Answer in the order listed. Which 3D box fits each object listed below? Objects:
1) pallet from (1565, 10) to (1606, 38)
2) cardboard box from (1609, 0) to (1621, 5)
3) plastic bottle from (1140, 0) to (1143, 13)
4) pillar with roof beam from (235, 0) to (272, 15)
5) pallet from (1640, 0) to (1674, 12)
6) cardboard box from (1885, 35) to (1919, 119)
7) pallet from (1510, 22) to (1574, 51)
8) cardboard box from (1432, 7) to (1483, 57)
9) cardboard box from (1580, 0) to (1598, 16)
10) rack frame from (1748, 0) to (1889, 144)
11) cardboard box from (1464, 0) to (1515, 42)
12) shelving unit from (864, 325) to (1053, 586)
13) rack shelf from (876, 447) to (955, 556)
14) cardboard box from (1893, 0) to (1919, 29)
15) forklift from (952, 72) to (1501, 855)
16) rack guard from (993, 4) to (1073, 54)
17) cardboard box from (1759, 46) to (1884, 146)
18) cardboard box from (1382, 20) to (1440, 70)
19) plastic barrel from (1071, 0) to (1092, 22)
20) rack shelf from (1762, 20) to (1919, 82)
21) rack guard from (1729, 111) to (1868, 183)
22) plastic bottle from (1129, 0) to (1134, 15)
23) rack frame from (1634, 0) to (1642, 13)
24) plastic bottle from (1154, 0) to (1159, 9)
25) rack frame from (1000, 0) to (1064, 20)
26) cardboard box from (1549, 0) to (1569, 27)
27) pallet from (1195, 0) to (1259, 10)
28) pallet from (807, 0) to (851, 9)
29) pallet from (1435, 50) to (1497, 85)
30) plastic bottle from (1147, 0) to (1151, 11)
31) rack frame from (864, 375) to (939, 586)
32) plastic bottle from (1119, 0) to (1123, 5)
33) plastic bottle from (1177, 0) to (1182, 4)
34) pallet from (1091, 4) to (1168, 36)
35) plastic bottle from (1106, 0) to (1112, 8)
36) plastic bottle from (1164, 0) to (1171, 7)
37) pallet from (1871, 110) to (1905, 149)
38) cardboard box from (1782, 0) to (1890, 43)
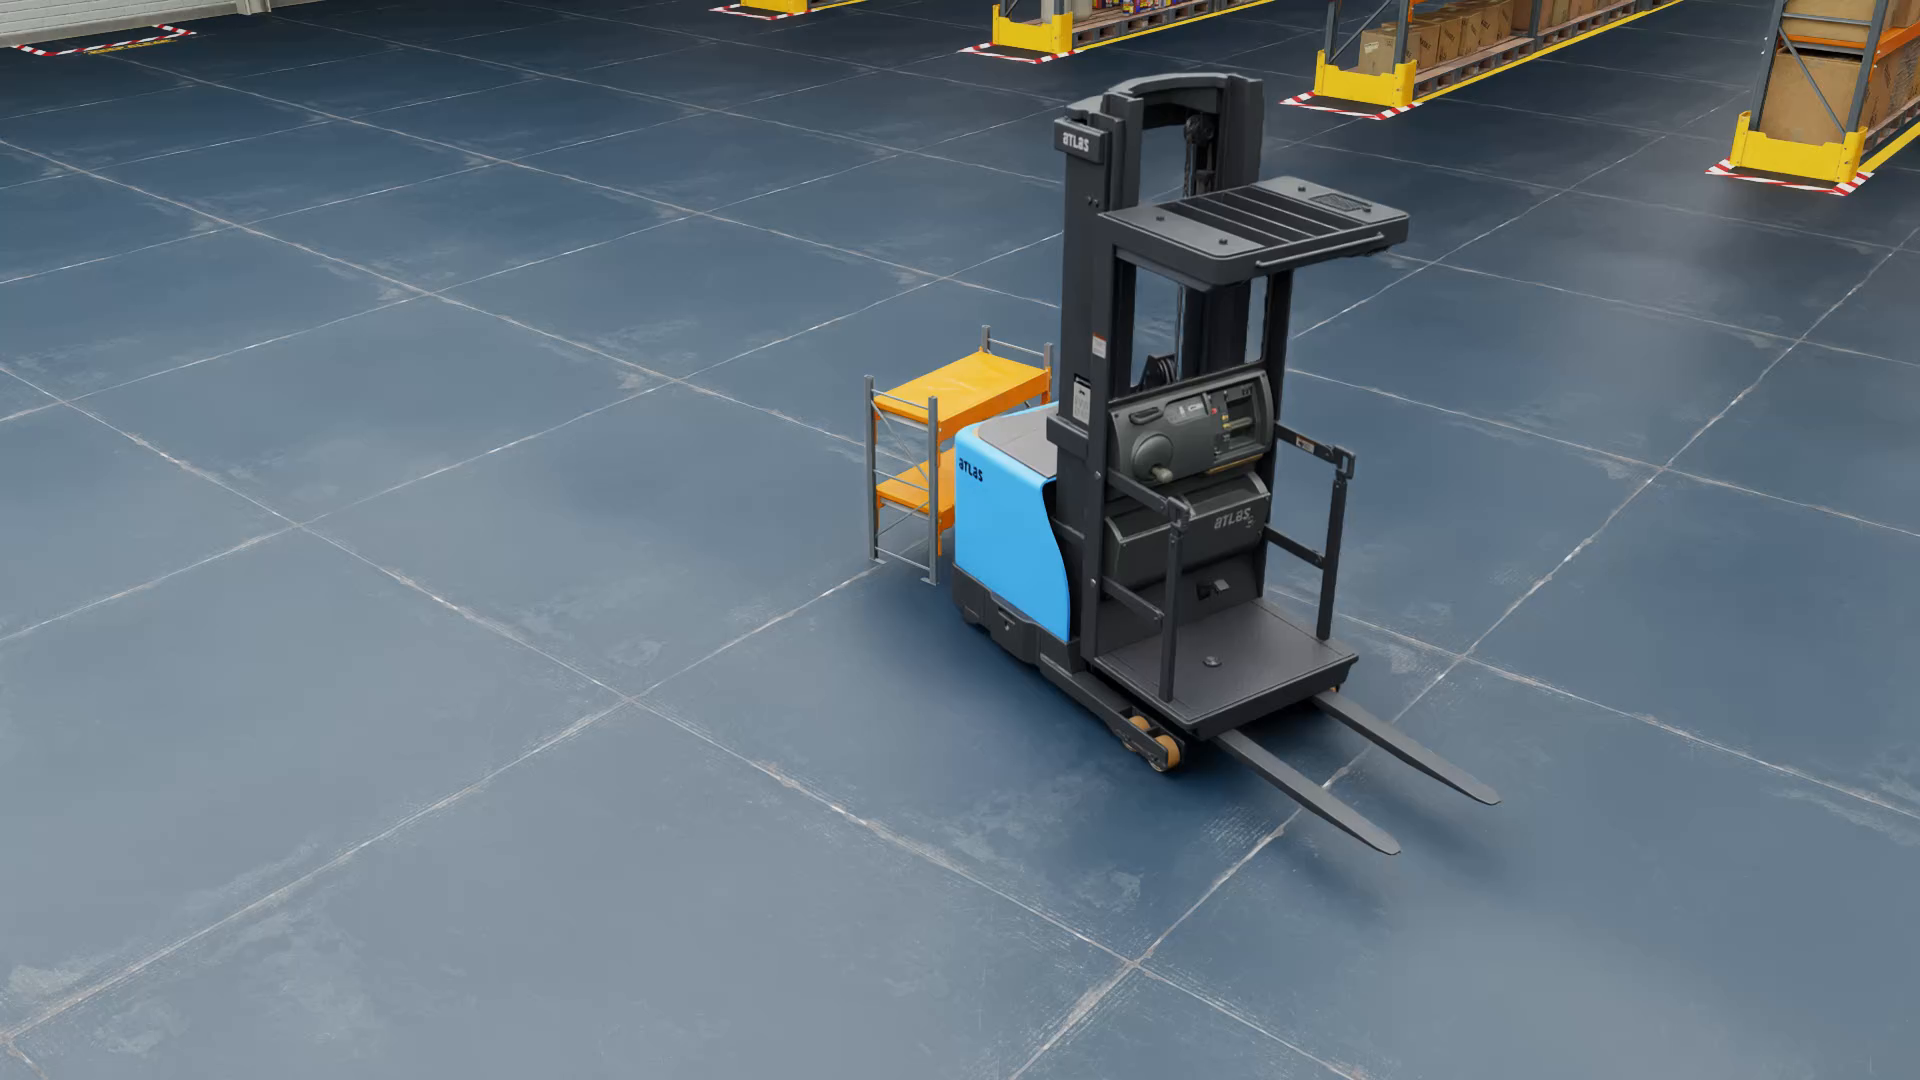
[{"bbox_3d":[8.611,-7.515,24.046,1.003,0.211,1.213,21,34,34],"label":"pallet"},{"bbox_3d":[9.474,-8.302,24.775,0.700,0.500,0.500,19,33,32],"label":"cardboard box"},{"bbox_3d":[2.586,-7.728,23.915,0.097,0.271,0.097,0,27,0],"label":"plastic bottle"},{"bbox_3d":[-7.387,-10.747,20.731,9.100,9.000,0.400,21,34,34],"label":"pillar with roof beam"},{"bbox_3d":[10.445,-8.479,25.911,1.003,0.211,1.213,21,34,34],"label":"pallet"},{"bbox_3d":[10.079,-5.276,18.540,0.875,0.875,0.875,21,34,35],"label":"cardboard box"},{"bbox_3d":[7.835,-7.080,23.206,1.003,0.211,1.213,21,34,34],"label":"pallet"},{"bbox_3d":[6.363,-6.540,21.391,0.500,0.500,0.500,17,32,30],"label":"cardboard box"},{"bbox_3d":[8.776,-7.899,23.996,0.700,0.500,0.500,24,36,38],"label":"cardboard box"},{"bbox_3d":[8.560,-5.139,16.418,1.000,3.000,0.127,21,34,34],"label":"rack frame"},{"bbox_3d":[7.056,-6.988,22.258,0.500,0.500,0.500,20,33,33],"label":"cardboard box"},{"bbox_3d":[0.004,-0.502,9.496,0.538,1.125,1.048,21,34,34],"label":"shelving unit"},{"bbox_3d":[0.004,-0.285,9.609,0.538,0.278,1.000,21,34,34],"label":"rack shelf"},{"bbox_3d":[9.547,-5.713,17.366,0.875,0.550,0.550,21,34,34],"label":"cardboard box"},{"bbox_3d":[1.196,-0.482,7.493,1.130,2.935,3.031,-17,32,-30],"label":"forklift"},{"bbox_3d":[0.987,-7.002,22.741,1.175,0.500,0.348,21,34,34],"label":"rack guard"},{"bbox_3d":[8.940,-4.641,17.312,0.875,0.875,0.875,21,34,35],"label":"cardboard box"},{"bbox_3d":[5.560,-6.139,20.615,0.500,0.500,0.500,-18,32,-31],"label":"cardboard box"},{"bbox_3d":[1.653,-7.586,23.401,0.421,0.512,0.421,0,27,0],"label":"plastic barrel"},{"bbox_3d":[9.832,-5.528,17.954,1.077,0.370,4.000,21,34,34],"label":"rack shelf"},{"bbox_3d":[8.544,-4.020,16.976,1.175,0.500,0.348,21,34,34],"label":"rack guard"},{"bbox_3d":[2.434,-7.612,23.767,0.097,0.201,0.097,0,27,0],"label":"plastic bottle"},{"bbox_3d":[9.885,-9.460,24.773,1.000,3.000,0.127,21,34,34],"label":"rack frame"},{"bbox_3d":[2.844,-7.841,24.209,0.097,0.201,0.097,0,27,0],"label":"plastic bottle"},{"bbox_3d":[0.975,-8.072,22.088,1.000,3.000,0.127,21,34,34],"label":"rack frame"},{"bbox_3d":[8.066,-7.502,23.229,0.700,0.500,0.500,21,34,34],"label":"cardboard box"},{"bbox_3d":[3.988,-8.541,26.030,1.003,0.211,1.213,21,34,34],"label":"pallet"},{"bbox_3d":[-2.391,-8.565,26.077,1.003,0.211,1.213,21,34,34],"label":"pallet"},{"bbox_3d":[6.165,-6.121,21.352,1.003,0.211,1.213,21,34,34],"label":"pallet"},{"bbox_3d":[2.713,-7.768,24.068,0.097,0.201,0.097,0,27,0],"label":"plastic bottle"},{"bbox_3d":[-0.319,-0.322,9.148,0.500,1.125,0.032,21,34,34],"label":"rack frame"},{"bbox_3d":[2.425,-8.058,24.548,0.152,0.276,0.135,21,34,34],"label":"plastic bottle"},{"bbox_3d":[3.210,-8.128,24.601,0.144,0.351,0.185,19,33,32],"label":"plastic bottle"},{"bbox_3d":[2.284,-7.591,24.193,1.003,0.211,1.213,21,34,34],"label":"pallet"},{"bbox_3d":[2.182,-7.904,24.331,0.097,0.201,0.097,0,27,0],"label":"plastic bottle"},{"bbox_3d":[3.004,-8.013,24.380,0.144,0.351,0.185,21,34,34],"label":"plastic bottle"},{"bbox_3d":[9.784,-4.637,18.484,1.003,0.211,1.213,21,34,34],"label":"pallet"},{"bbox_3d":[8.761,-5.350,16.664,0.875,0.550,0.550,21,34,34],"label":"cardboard box"}]
